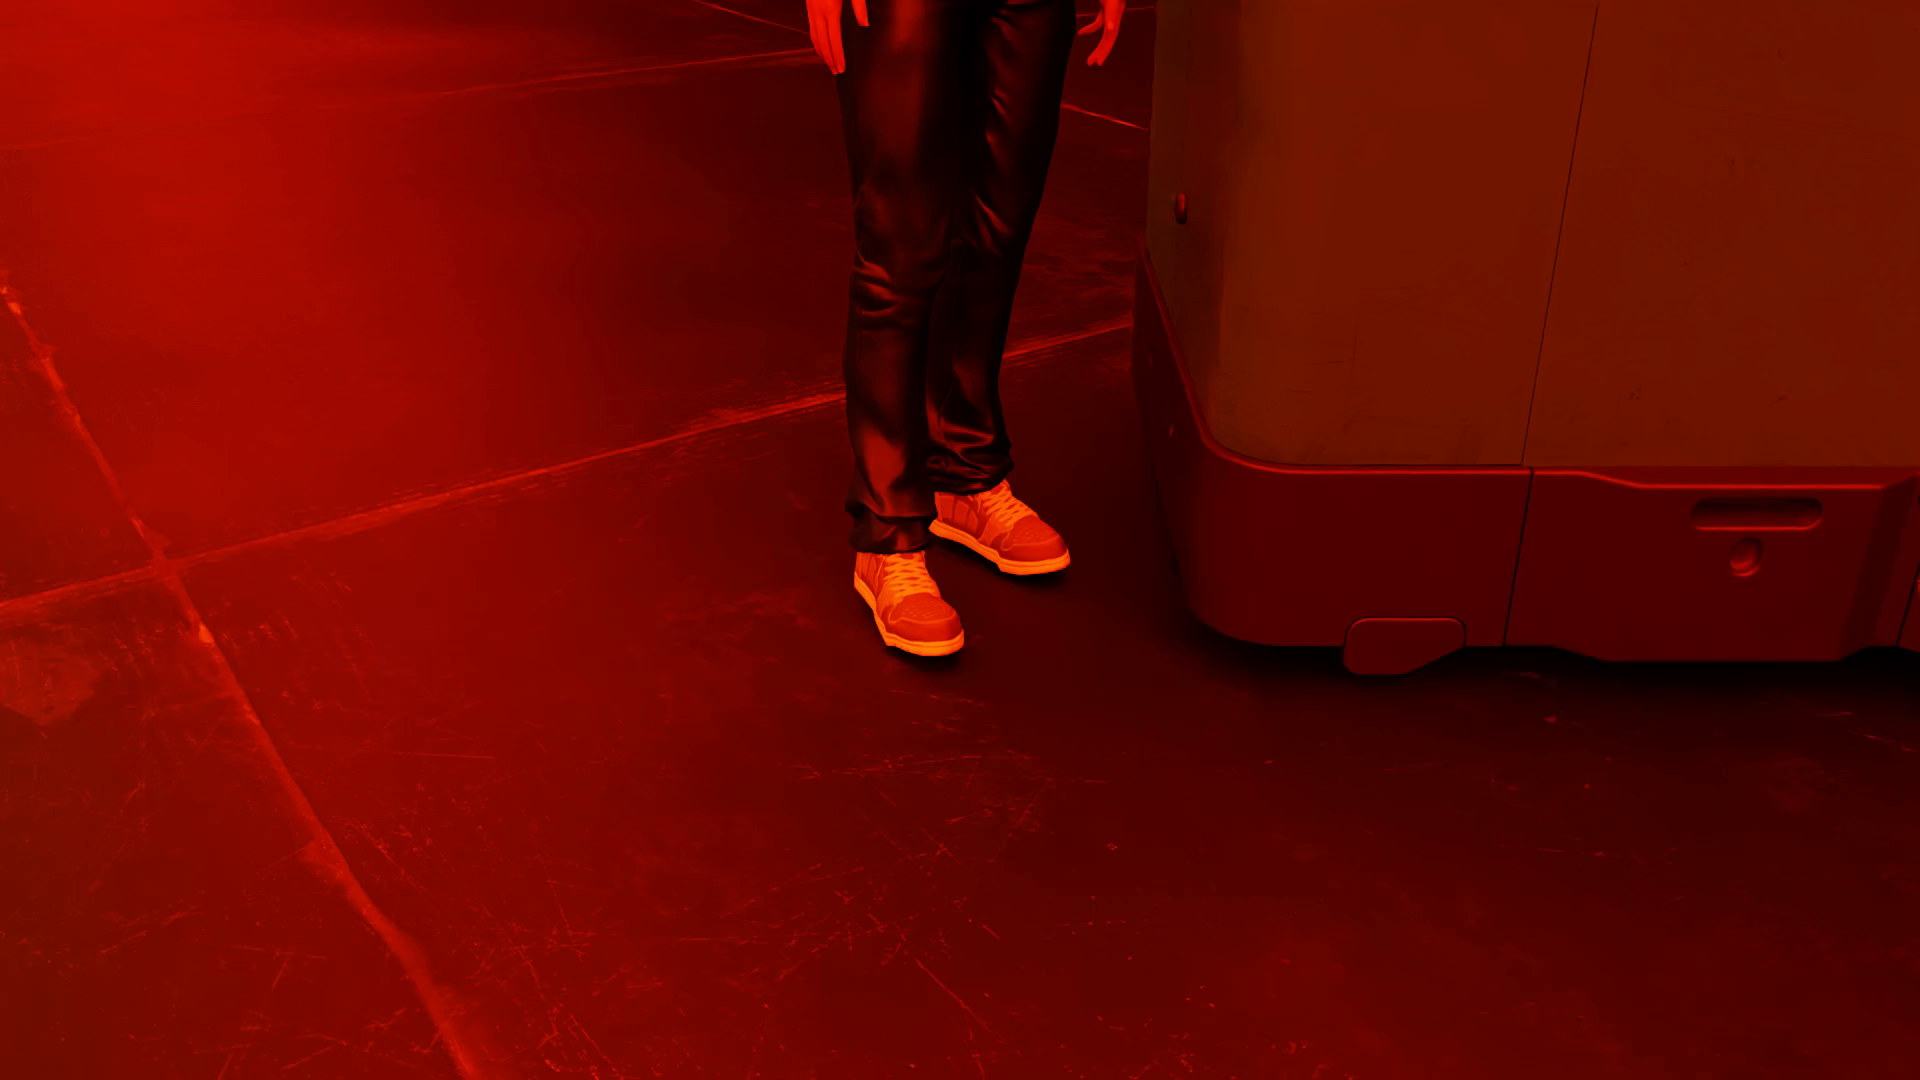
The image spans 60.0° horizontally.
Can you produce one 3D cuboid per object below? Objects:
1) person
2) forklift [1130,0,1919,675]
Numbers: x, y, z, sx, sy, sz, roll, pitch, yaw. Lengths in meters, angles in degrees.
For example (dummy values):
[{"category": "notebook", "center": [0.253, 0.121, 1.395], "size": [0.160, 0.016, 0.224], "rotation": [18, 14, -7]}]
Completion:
[{"category": "person", "center": [0.030, -0.690, 2.077], "size": [0.520, 1.597, 0.476], "rotation": [-17, 31, -31]}, {"category": "forklift", "center": [1.814, -1.346, 1.915], "size": [3.031, 2.935, 1.130], "rotation": [0, 27, 0]}]
